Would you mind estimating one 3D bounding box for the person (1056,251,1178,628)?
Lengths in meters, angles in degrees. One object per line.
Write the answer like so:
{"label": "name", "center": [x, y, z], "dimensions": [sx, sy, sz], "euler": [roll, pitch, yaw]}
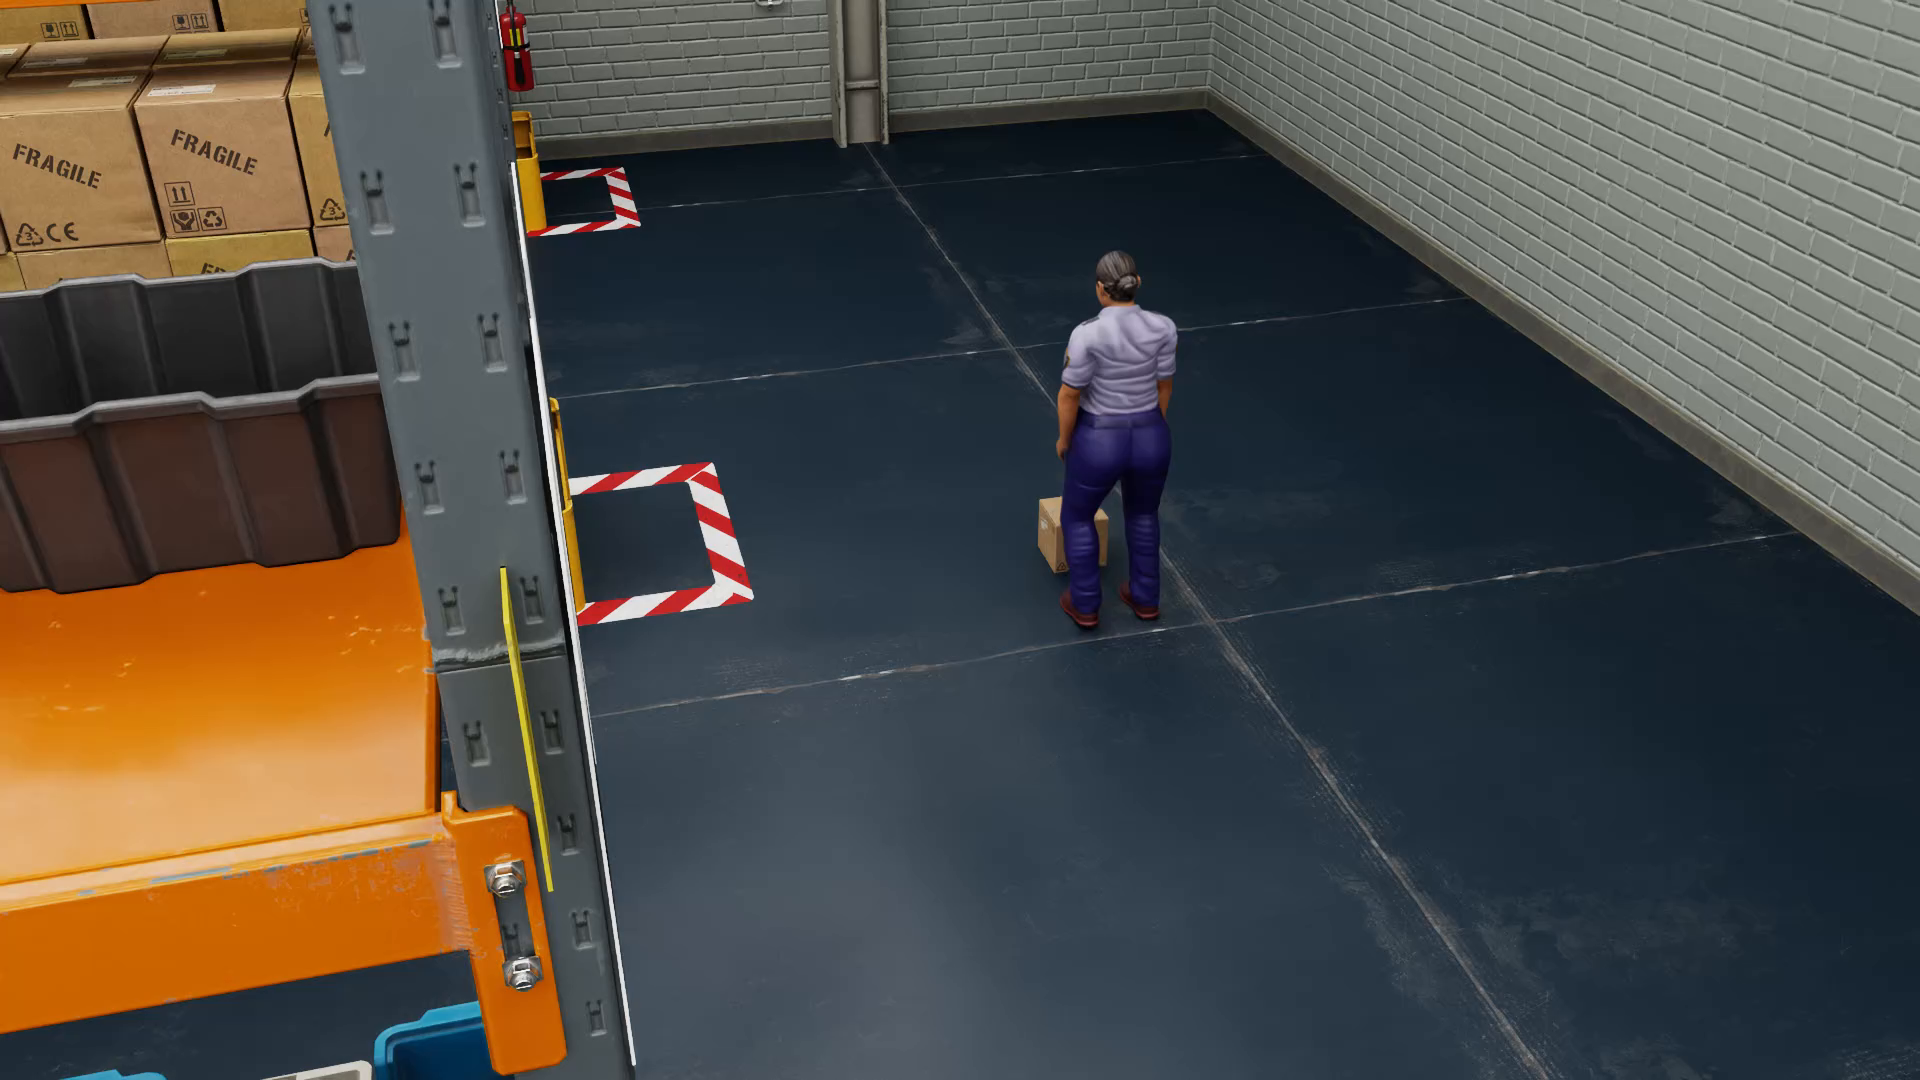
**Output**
{"label": "person", "center": [0.629, -0.383, 6.824], "dimensions": [0.483, 1.631, 0.352], "euler": [-7, 31, -12]}
